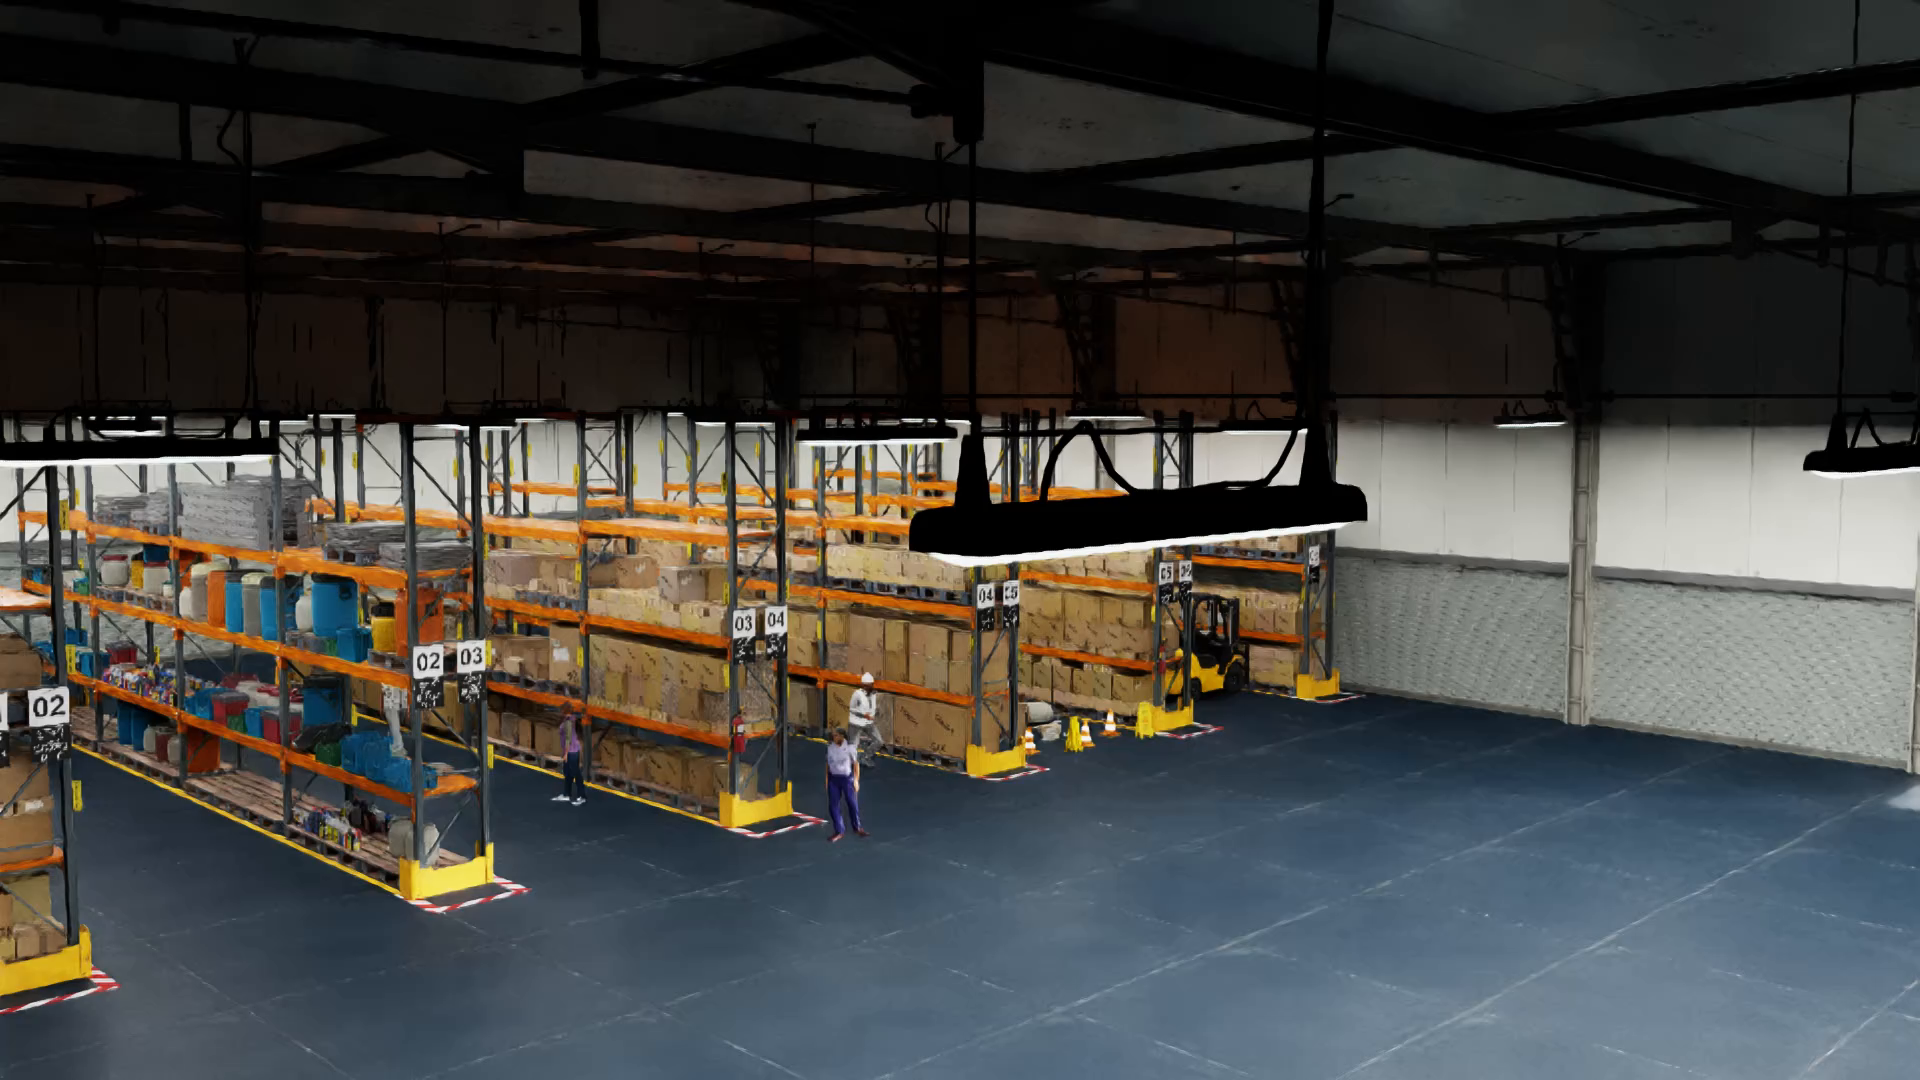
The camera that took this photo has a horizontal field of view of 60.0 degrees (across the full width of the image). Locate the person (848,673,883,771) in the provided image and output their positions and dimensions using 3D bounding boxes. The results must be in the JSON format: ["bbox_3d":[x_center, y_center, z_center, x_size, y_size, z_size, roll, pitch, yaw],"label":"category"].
[{"bbox_3d":[-1.615,3.063,27.959,0.665,1.702,0.810,-4,6,-39],"label":"person"}]

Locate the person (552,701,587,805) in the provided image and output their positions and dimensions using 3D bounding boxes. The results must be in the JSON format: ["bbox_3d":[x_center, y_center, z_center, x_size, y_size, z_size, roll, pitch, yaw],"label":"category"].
[{"bbox_3d":[-6.074,3.284,25.790,0.522,1.591,0.523,-1,5,-16],"label":"person"}]

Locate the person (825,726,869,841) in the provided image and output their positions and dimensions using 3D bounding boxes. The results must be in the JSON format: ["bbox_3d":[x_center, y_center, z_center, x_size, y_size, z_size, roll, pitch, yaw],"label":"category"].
[{"bbox_3d":[-1.643,3.456,23.822,0.596,1.640,0.526,2,5,19],"label":"person"}]

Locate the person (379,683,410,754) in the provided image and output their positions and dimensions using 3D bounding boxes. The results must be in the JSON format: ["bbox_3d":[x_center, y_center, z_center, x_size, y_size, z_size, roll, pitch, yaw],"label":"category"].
[{"bbox_3d":[-9.934,2.925,29.410,1.130,1.676,0.540,5,7,43],"label":"person"}]
